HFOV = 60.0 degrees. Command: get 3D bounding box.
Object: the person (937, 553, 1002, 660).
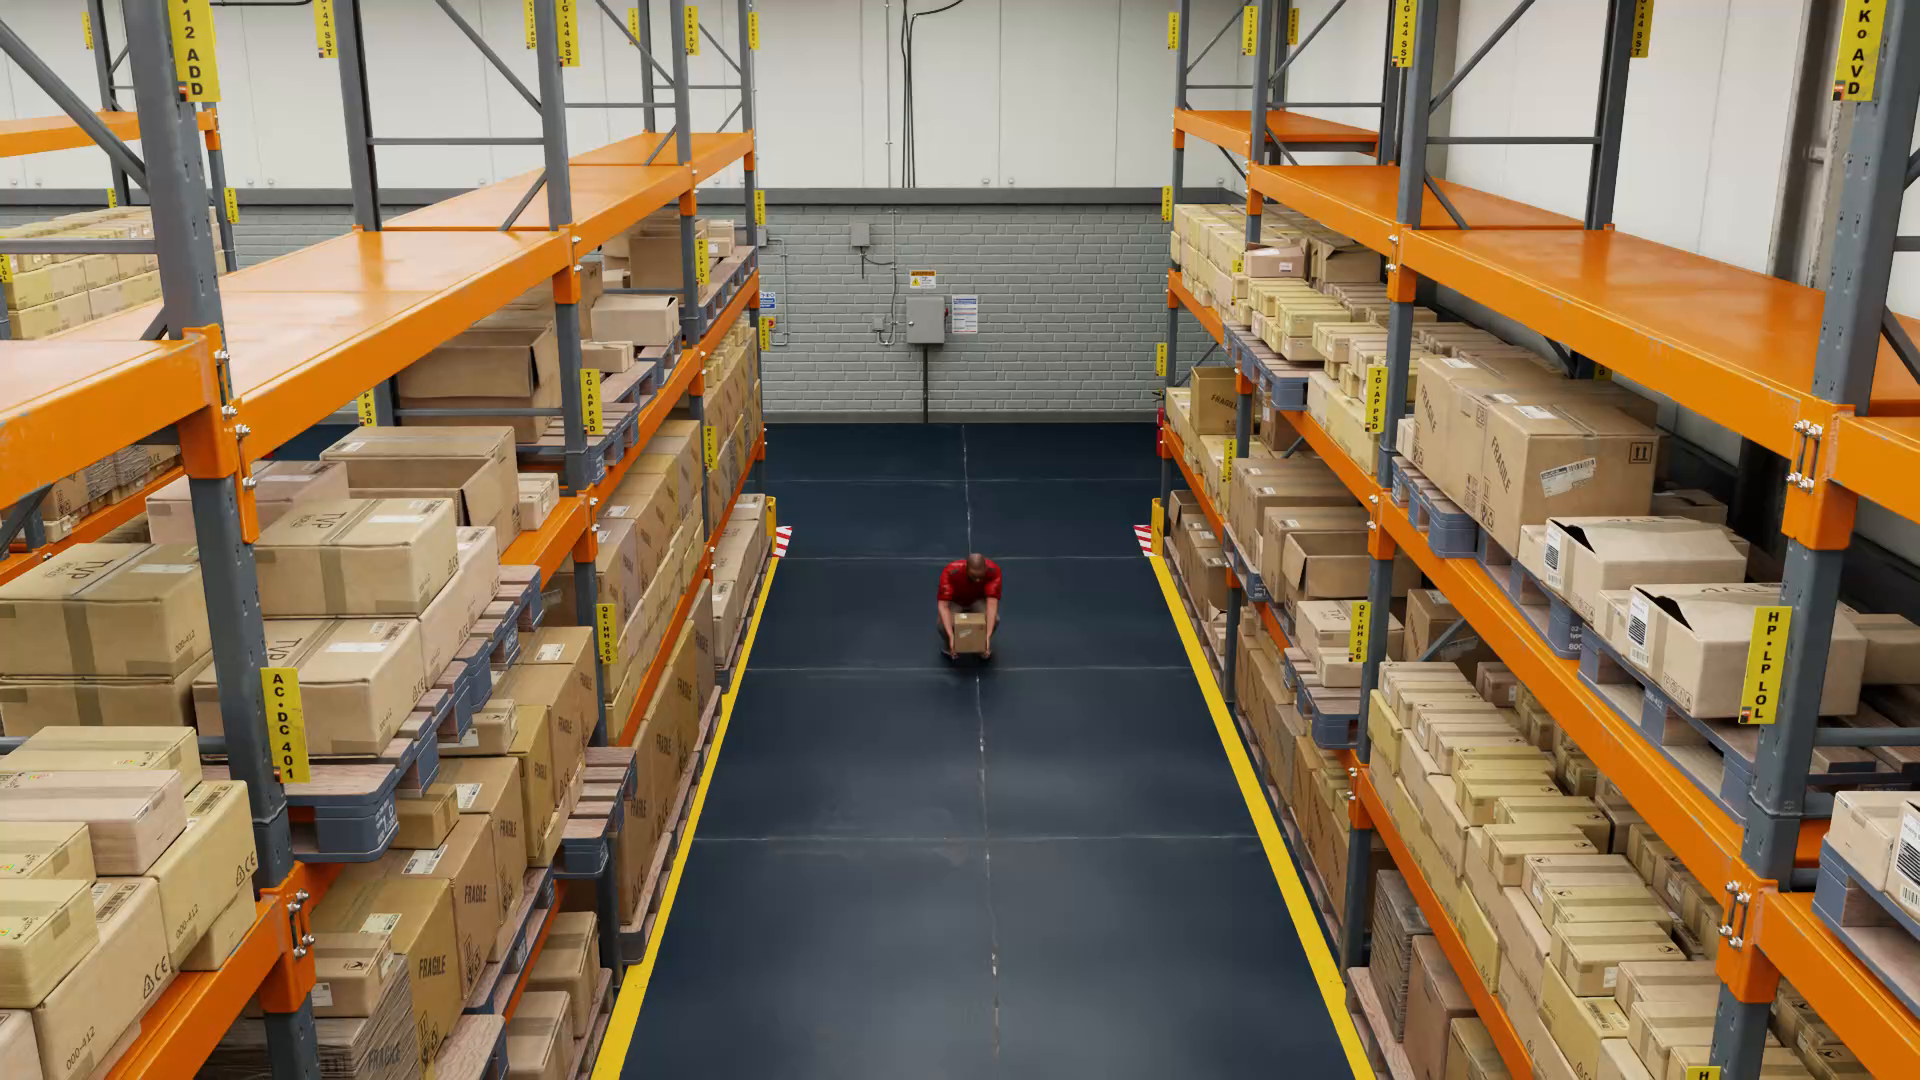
[{"bbox_3d":[0.077,0.464,13.733,0.537,0.860,0.770,0,17,-1],"label":"person"}]
